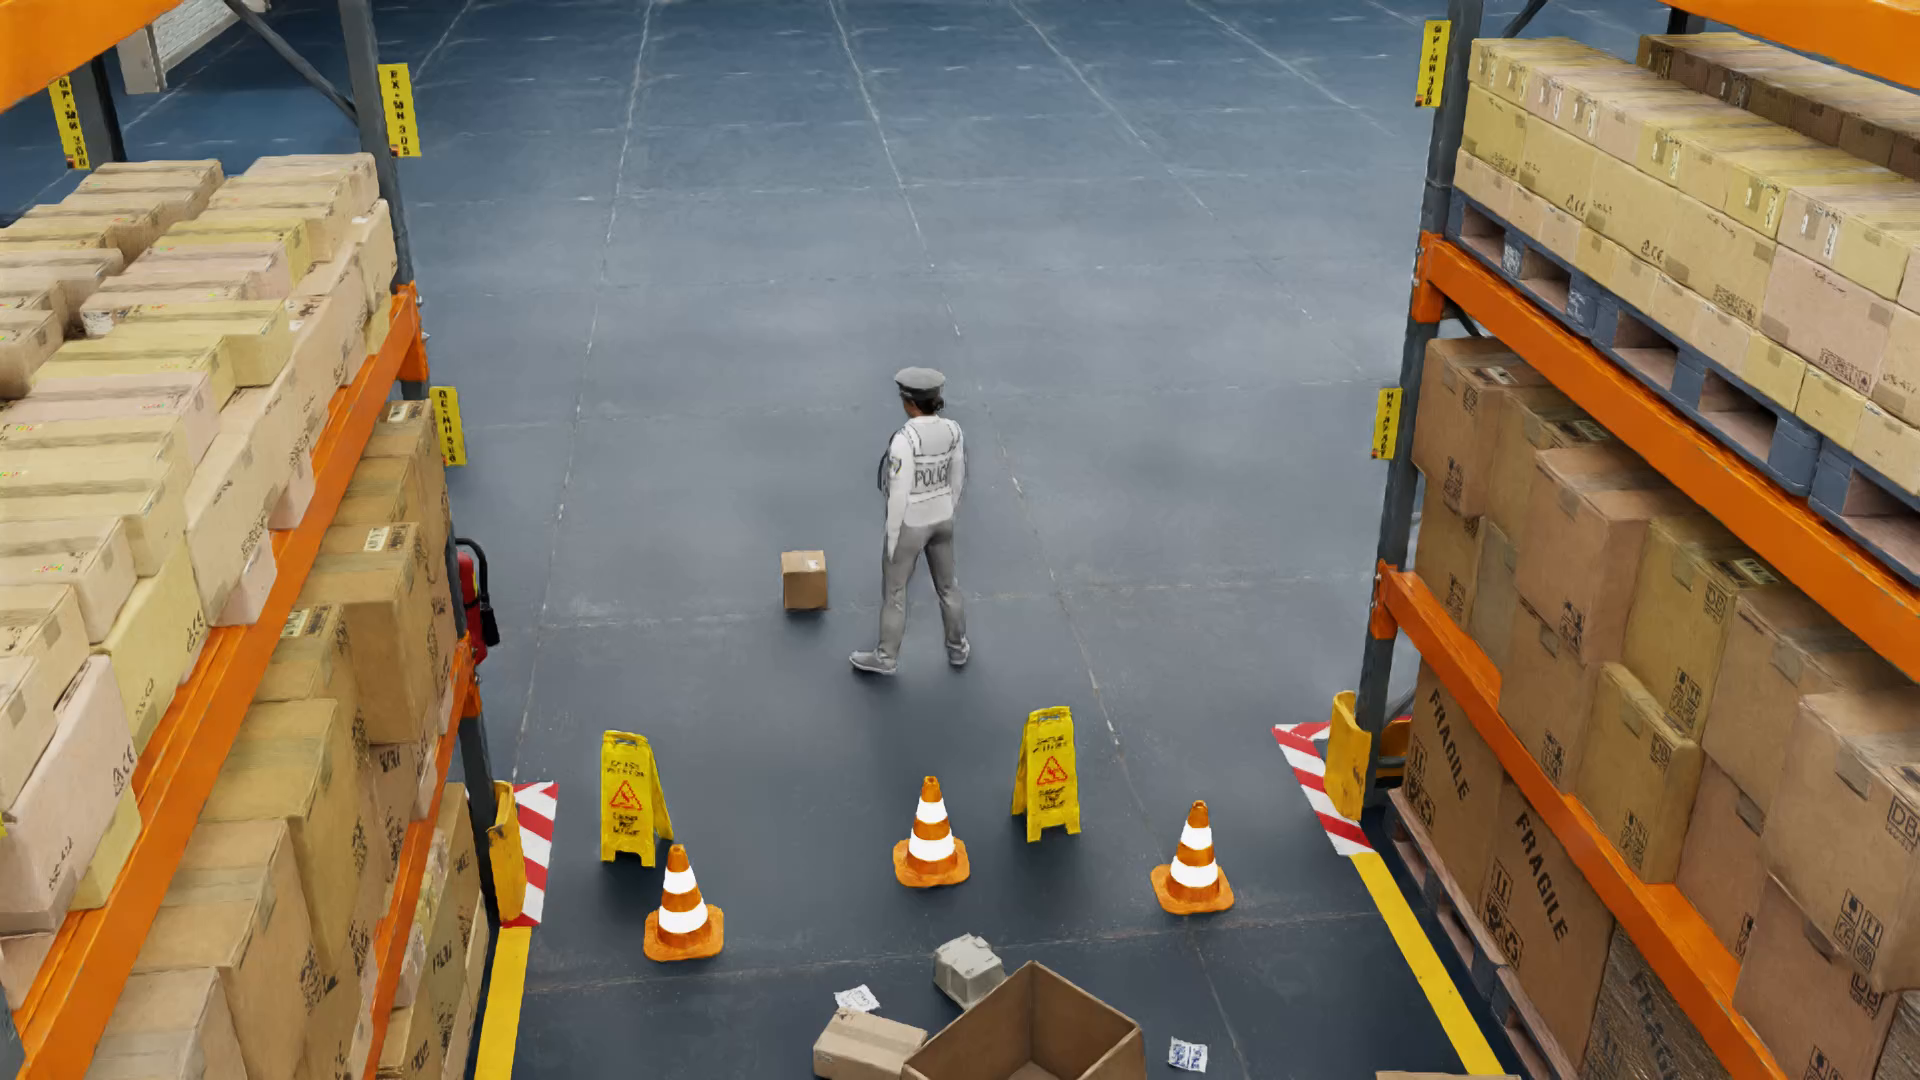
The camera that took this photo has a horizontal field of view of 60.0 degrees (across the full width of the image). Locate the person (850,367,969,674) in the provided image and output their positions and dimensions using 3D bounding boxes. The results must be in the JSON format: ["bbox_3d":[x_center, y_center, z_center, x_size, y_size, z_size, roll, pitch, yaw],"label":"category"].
[{"bbox_3d":[-0.238,-0.084,8.732,0.631,1.667,0.461,-24,35,-38],"label":"person"}]
